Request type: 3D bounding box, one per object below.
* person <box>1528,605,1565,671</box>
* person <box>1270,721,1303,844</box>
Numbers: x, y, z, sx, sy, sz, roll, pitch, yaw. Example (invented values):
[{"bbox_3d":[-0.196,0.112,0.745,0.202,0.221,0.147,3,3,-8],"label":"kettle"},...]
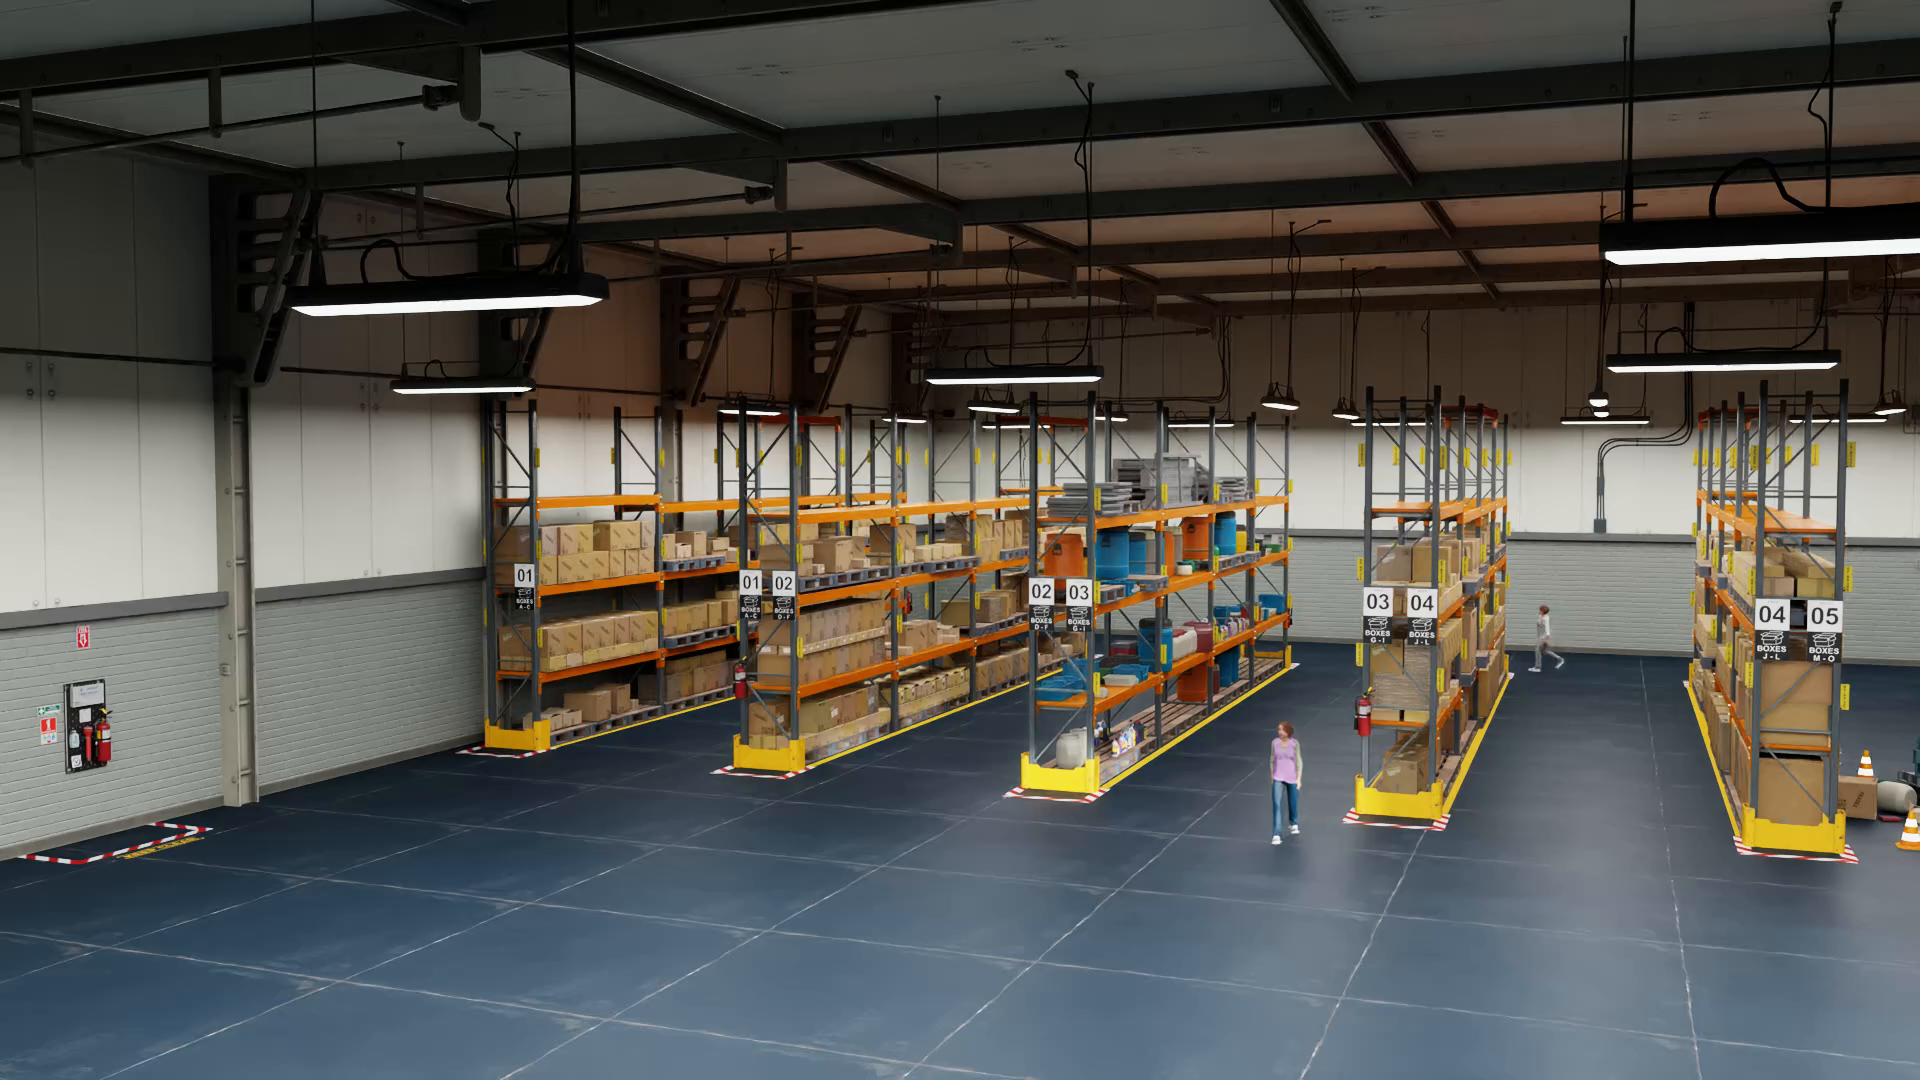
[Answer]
[{"bbox_3d":[13.706,2.291,38.824,0.819,1.564,0.416,1,3,16],"label":"person"},{"bbox_3d":[4.250,3.135,21.682,0.441,1.551,0.903,1,3,18],"label":"person"}]
